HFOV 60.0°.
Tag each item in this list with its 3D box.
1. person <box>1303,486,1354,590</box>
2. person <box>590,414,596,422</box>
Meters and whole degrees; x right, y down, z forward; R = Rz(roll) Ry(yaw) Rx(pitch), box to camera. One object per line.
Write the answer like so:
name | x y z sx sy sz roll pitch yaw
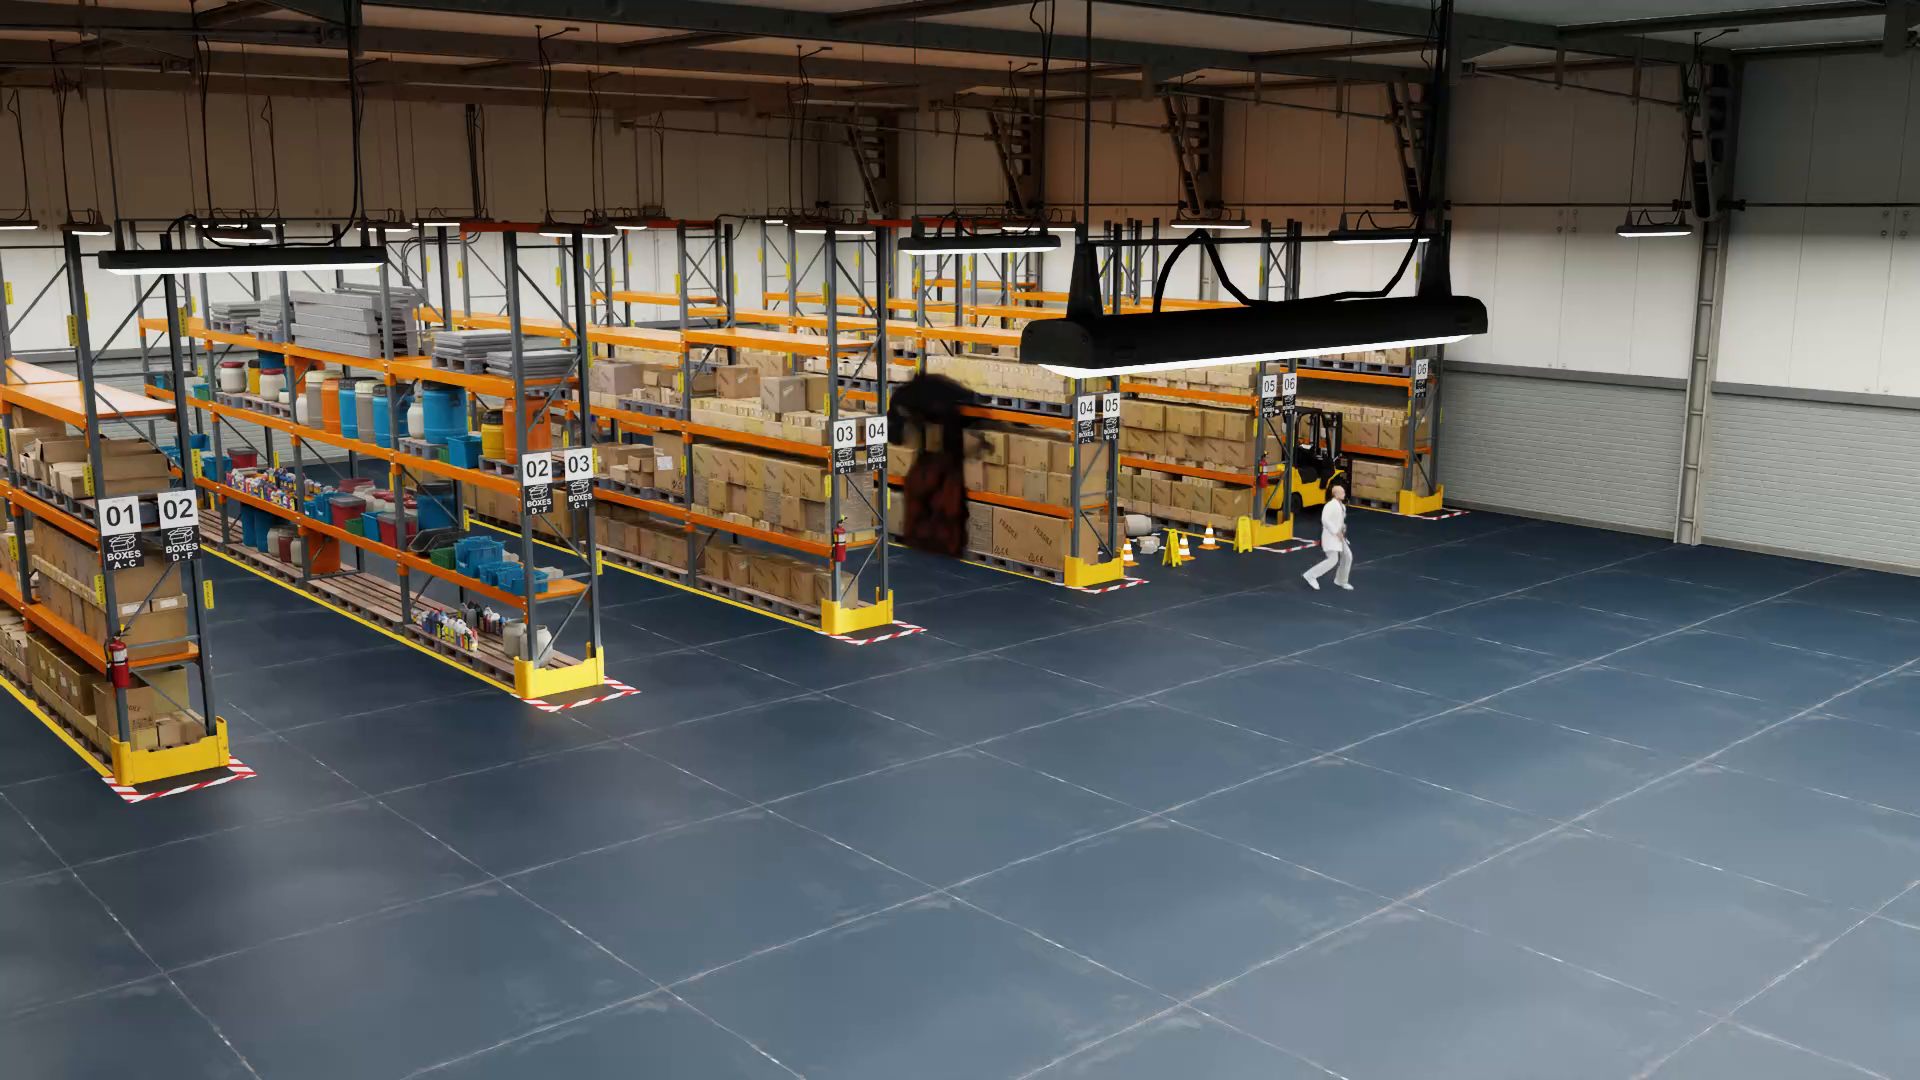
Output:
person | 6.182 -0.016 27.665 0.790 1.782 0.922 5 12 22
person | -9.167 -2.670 41.020 0.553 1.593 0.651 3 12 16
